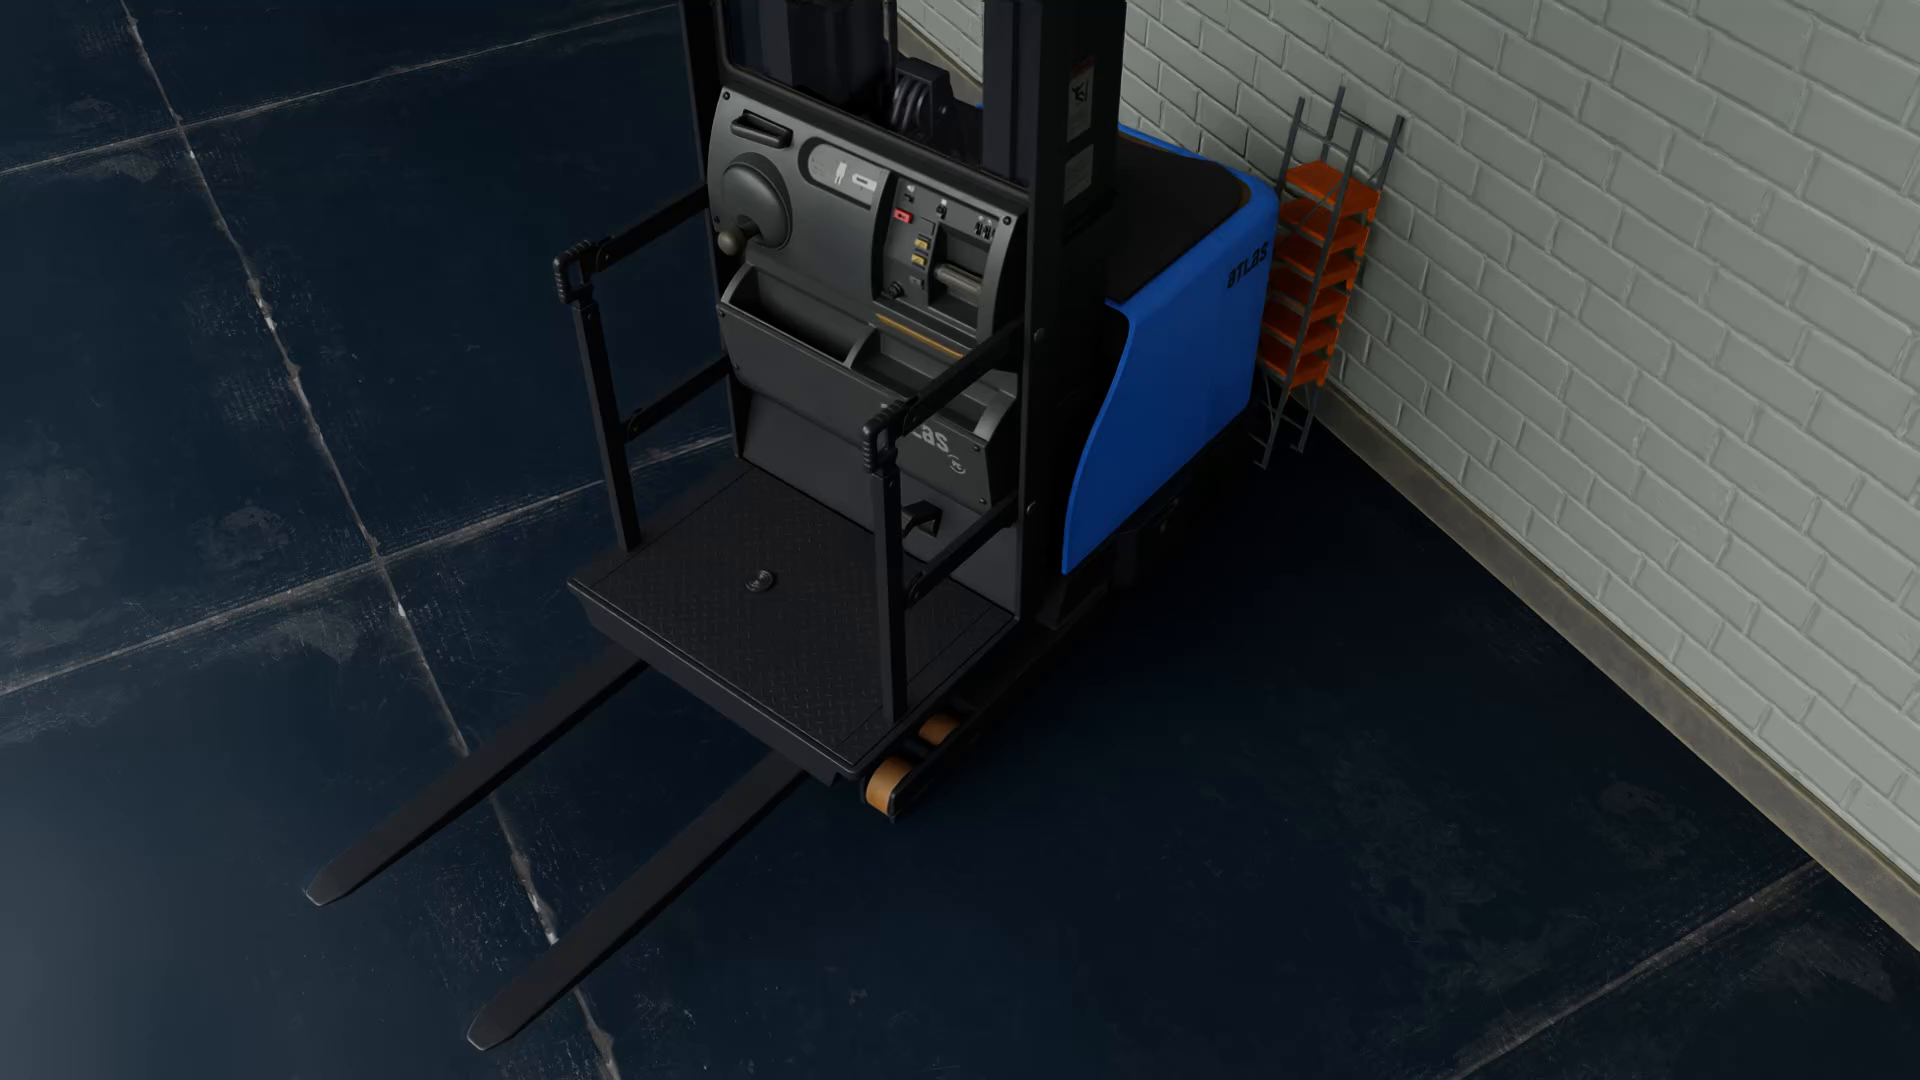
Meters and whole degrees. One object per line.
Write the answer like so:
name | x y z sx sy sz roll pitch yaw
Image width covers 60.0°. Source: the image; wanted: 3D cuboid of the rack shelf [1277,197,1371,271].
rack shelf | 1.087 -0.941 5.069 0.180 0.103 0.258 -23 48 -33

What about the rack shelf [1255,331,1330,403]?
rack shelf | 1.032 -0.569 5.368 0.180 0.103 0.258 -23 48 -33

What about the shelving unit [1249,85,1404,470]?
shelving unit | 1.065 -0.789 5.191 0.189 1.200 0.258 -23 48 -33

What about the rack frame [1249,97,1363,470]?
rack frame | 0.995 -0.759 5.140 0.006 1.200 0.240 -23 48 -33

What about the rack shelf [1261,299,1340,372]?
rack shelf | 1.046 -0.662 5.293 0.180 0.103 0.258 -23 48 -33

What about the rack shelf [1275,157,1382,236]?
rack shelf | 1.101 -1.034 4.995 0.180 0.103 0.258 -23 48 -33

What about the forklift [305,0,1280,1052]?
forklift | -0.384 -0.705 3.872 1.130 2.935 3.031 29 51 27

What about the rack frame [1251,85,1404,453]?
rack frame | 1.135 -0.820 5.241 0.006 1.200 0.240 -23 48 -33

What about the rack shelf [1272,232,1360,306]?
rack shelf | 1.073 -0.848 5.144 0.180 0.103 0.258 -23 48 -33

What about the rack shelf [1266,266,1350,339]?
rack shelf | 1.060 -0.755 5.219 0.180 0.103 0.258 -23 48 -33
